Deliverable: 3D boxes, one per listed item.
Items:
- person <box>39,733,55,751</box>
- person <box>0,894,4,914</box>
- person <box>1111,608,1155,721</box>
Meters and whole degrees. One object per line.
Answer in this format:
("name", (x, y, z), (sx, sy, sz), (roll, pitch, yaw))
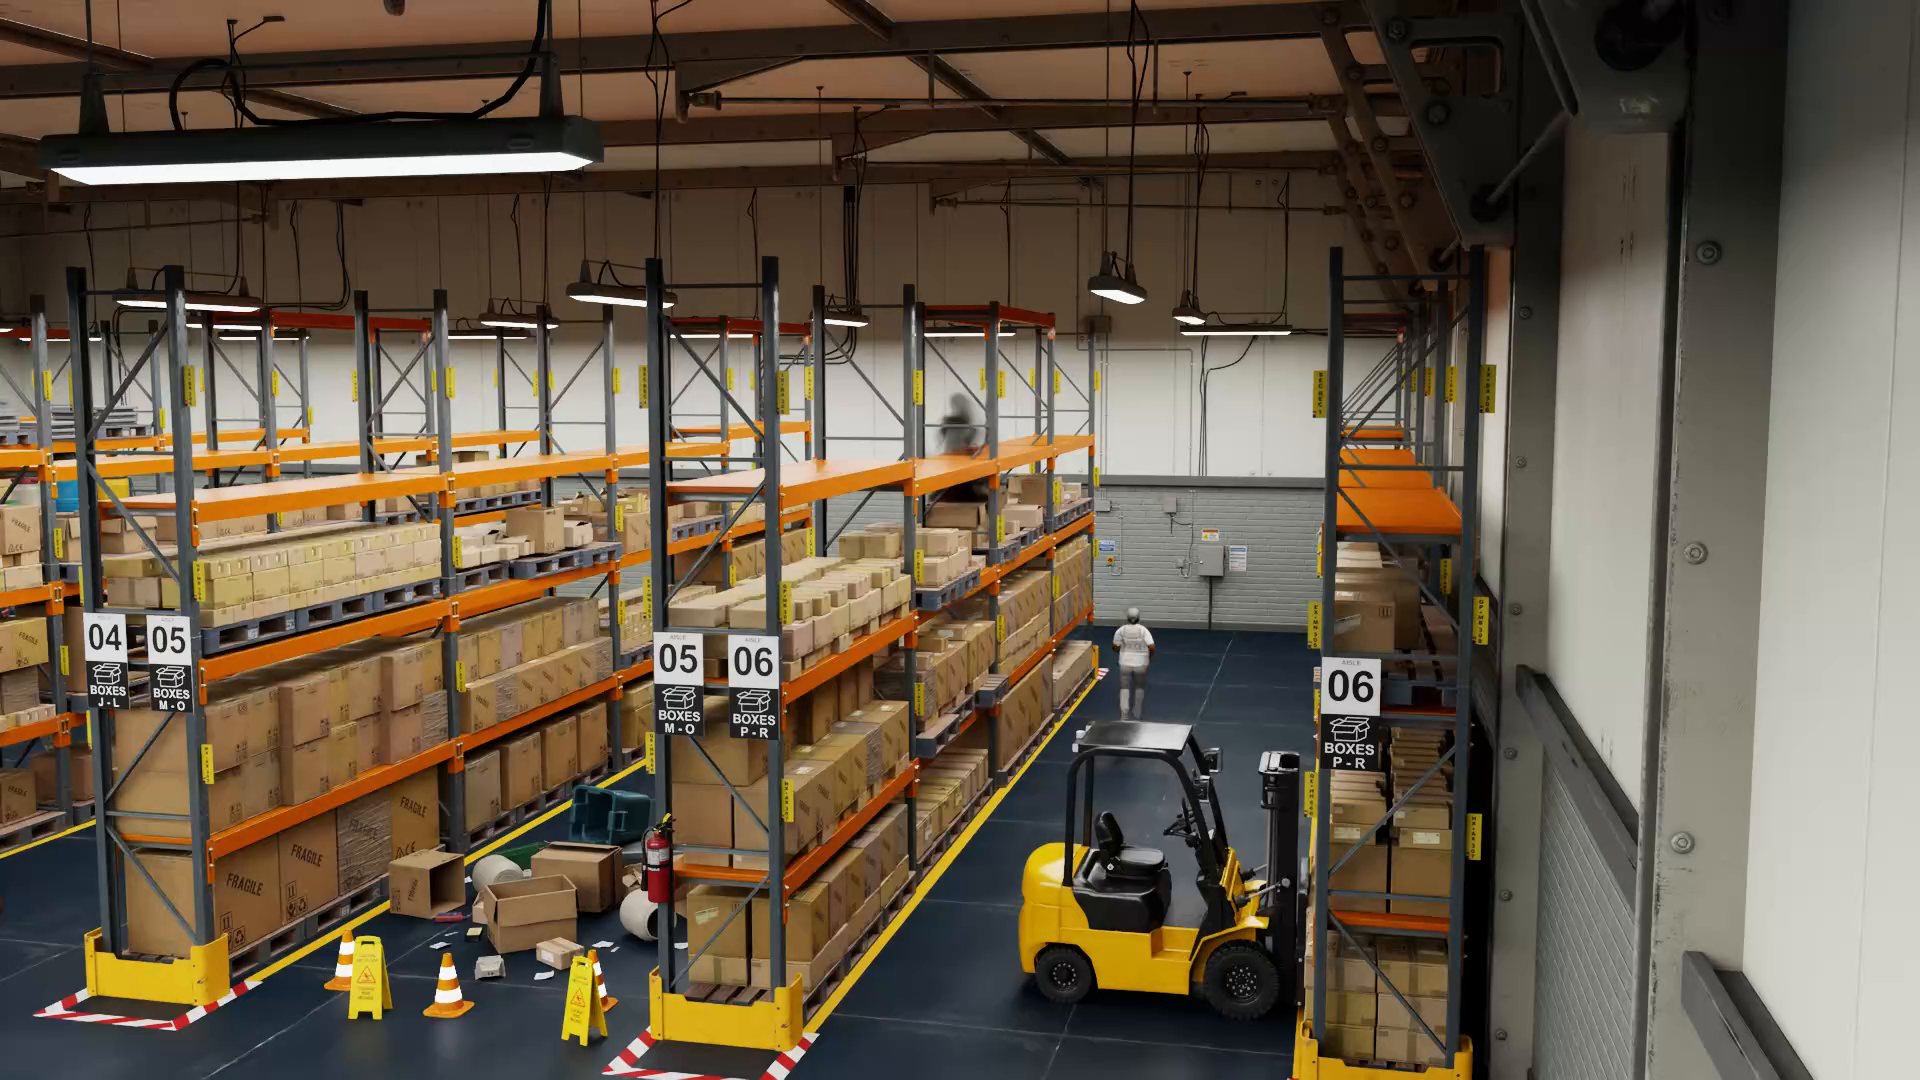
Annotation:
("person", (-12.297, 2.094, 22.185), (0.589, 1.653, 0.528), (1, 6, 8))
("person", (-7.529, 3.067, 12.401), (0.733, 1.767, 0.972), (-2, 6, -23))
("person", (2.409, 1.754, 23.049), (0.615, 1.652, 0.674), (1, 6, 12))
